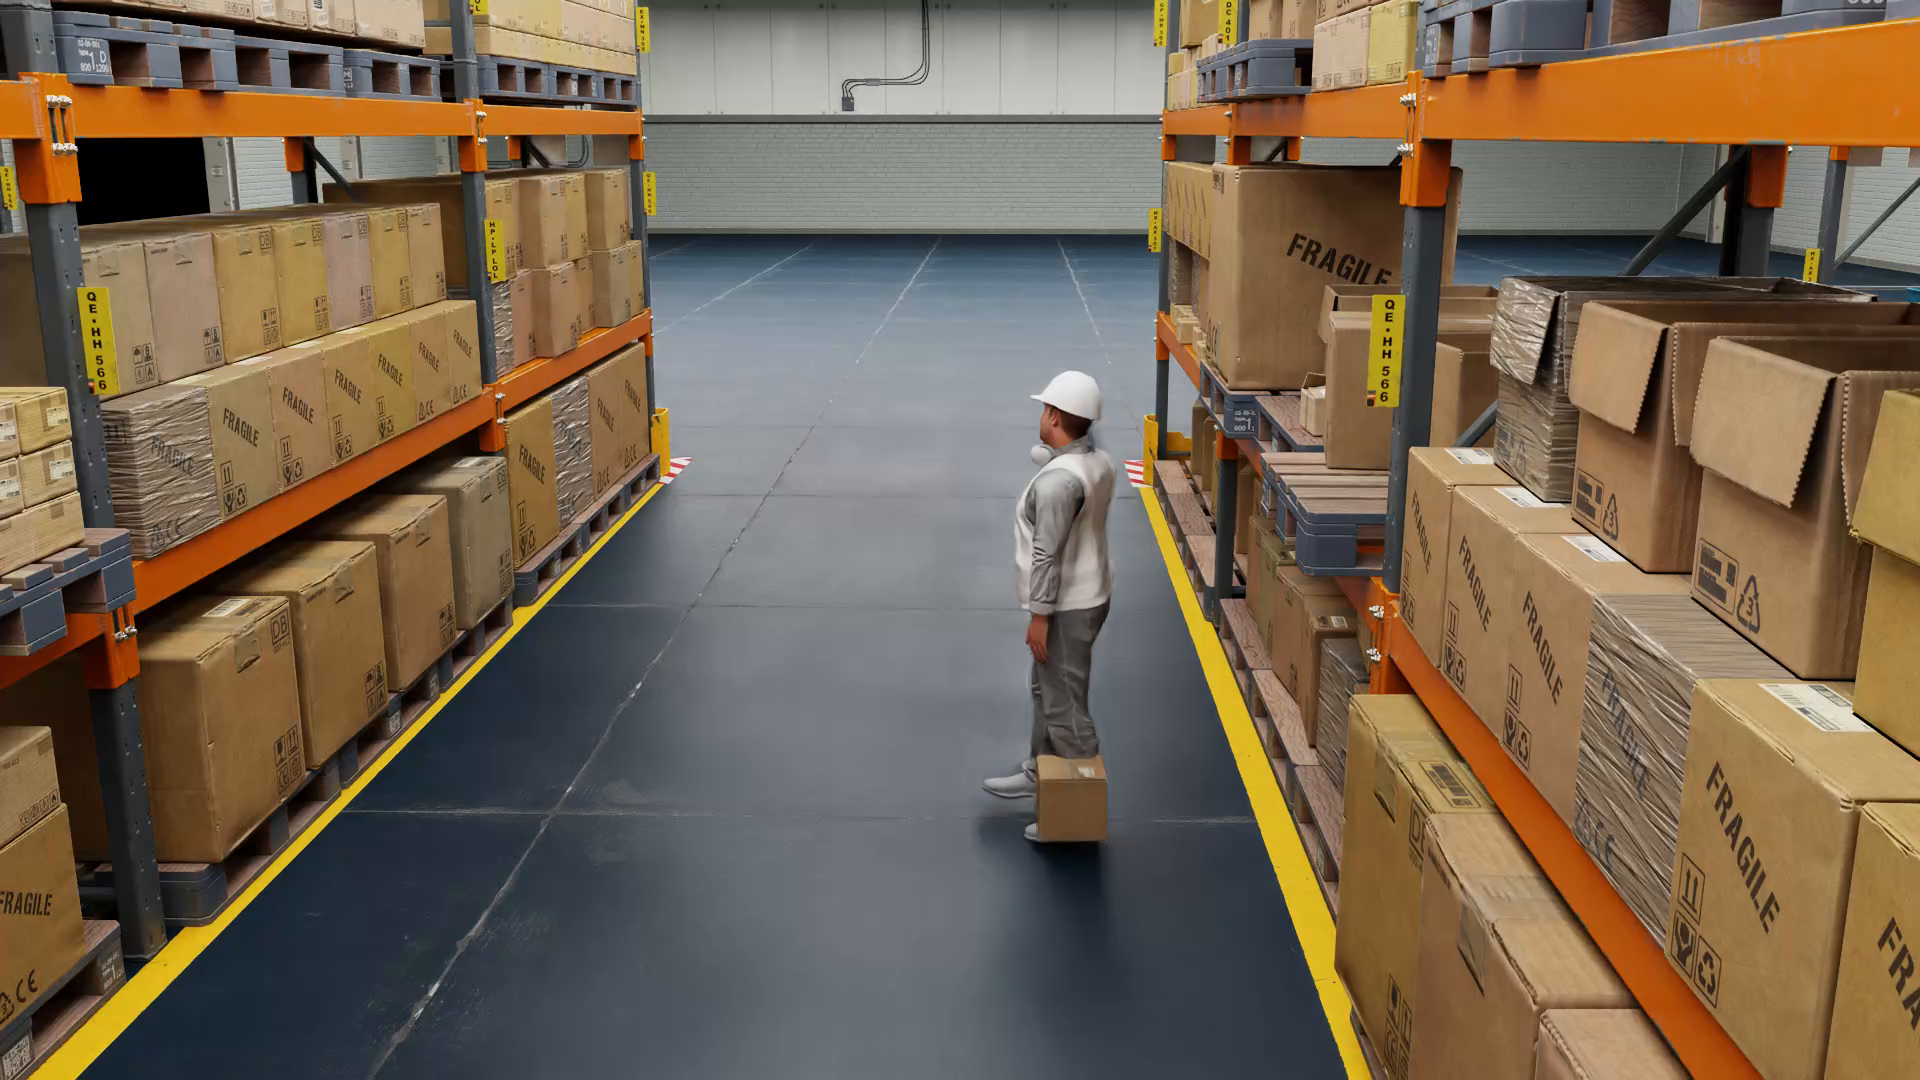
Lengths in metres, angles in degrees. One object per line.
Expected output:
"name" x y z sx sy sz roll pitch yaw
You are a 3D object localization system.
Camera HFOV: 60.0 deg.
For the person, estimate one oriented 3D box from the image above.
"person" 0.373 0.223 6.470 0.593 1.766 0.653 -13 19 -42
